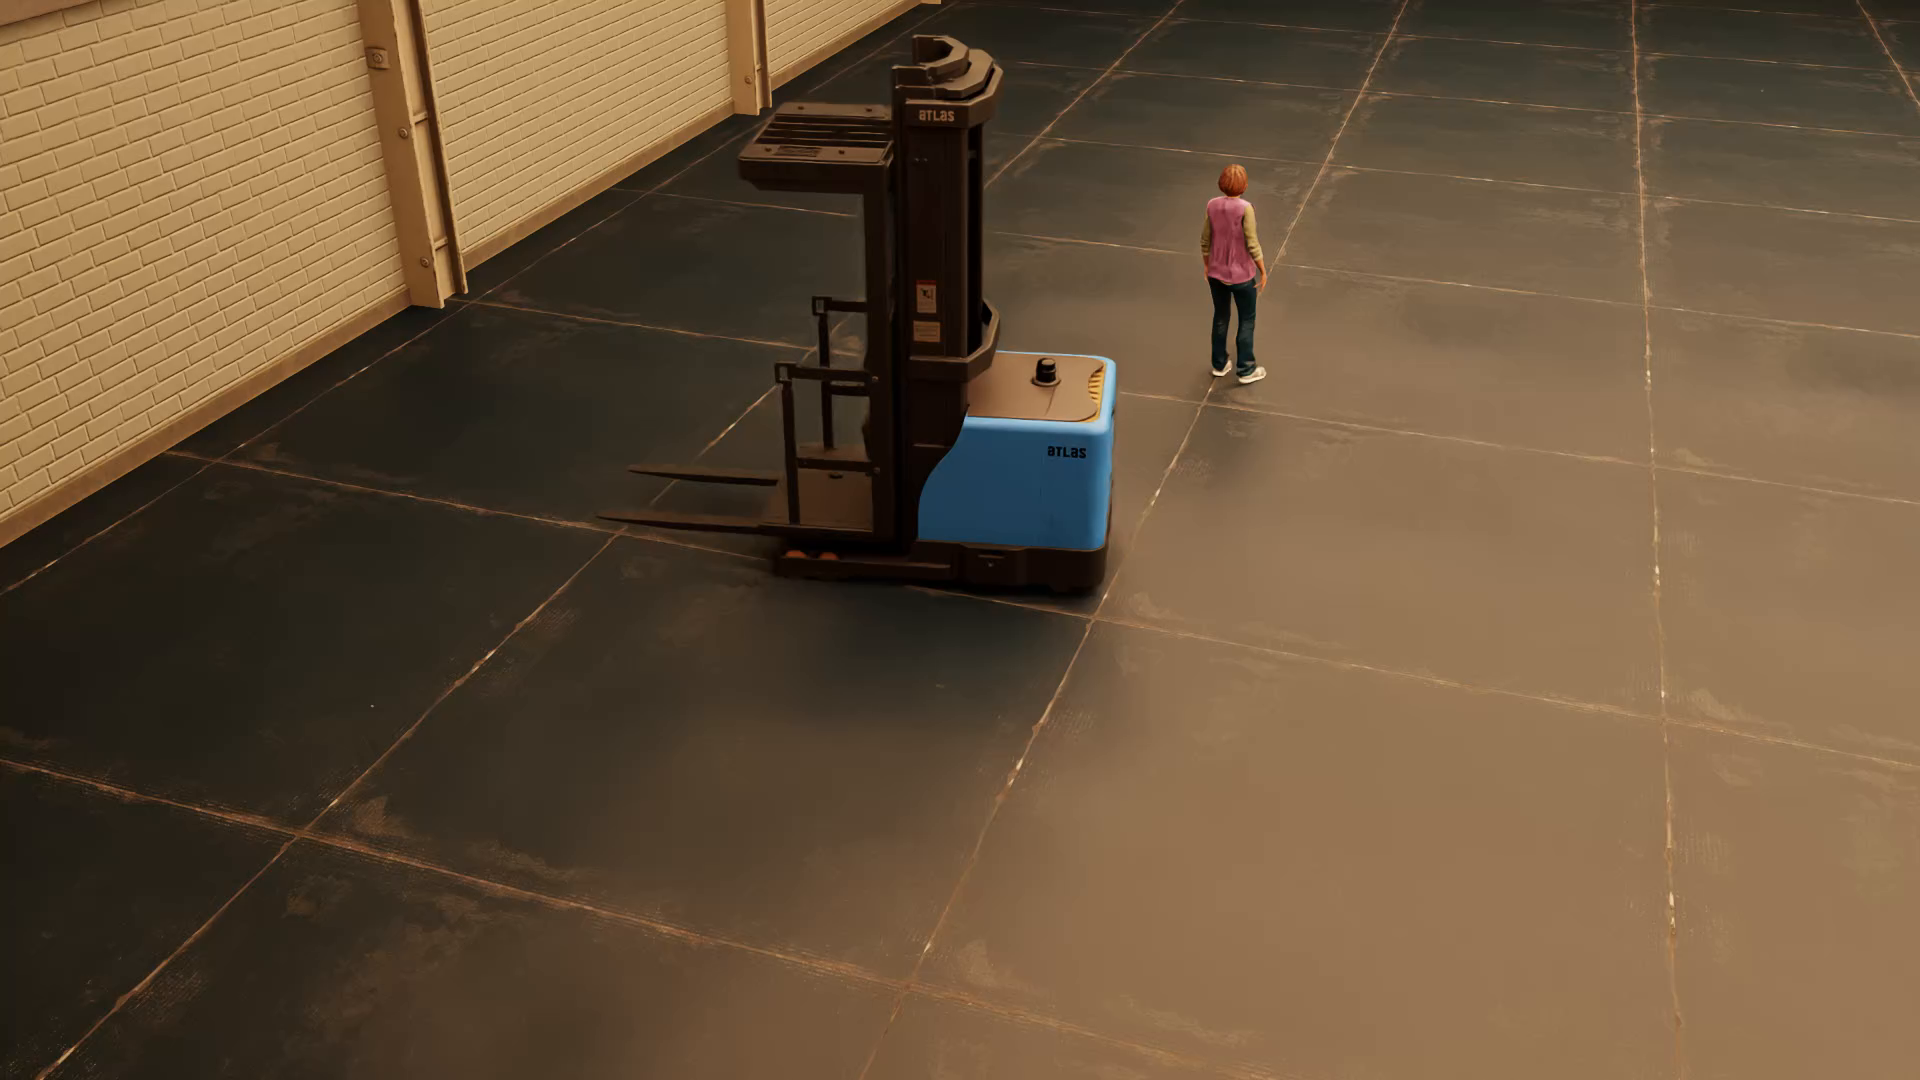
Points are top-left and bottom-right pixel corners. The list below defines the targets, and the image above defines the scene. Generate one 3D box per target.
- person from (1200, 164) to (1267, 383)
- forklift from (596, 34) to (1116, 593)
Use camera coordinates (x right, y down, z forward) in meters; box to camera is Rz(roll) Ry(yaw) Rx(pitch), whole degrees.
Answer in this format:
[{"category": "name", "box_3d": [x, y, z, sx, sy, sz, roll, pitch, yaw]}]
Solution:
[{"category": "person", "box_3d": [1.960, -1.894, 11.813, 0.497, 1.611, 0.419, 23, 37, 35]}, {"category": "forklift", "box_3d": [-0.622, -1.287, 9.395, 3.031, 2.935, 1.130, 4, 30, 6]}]
